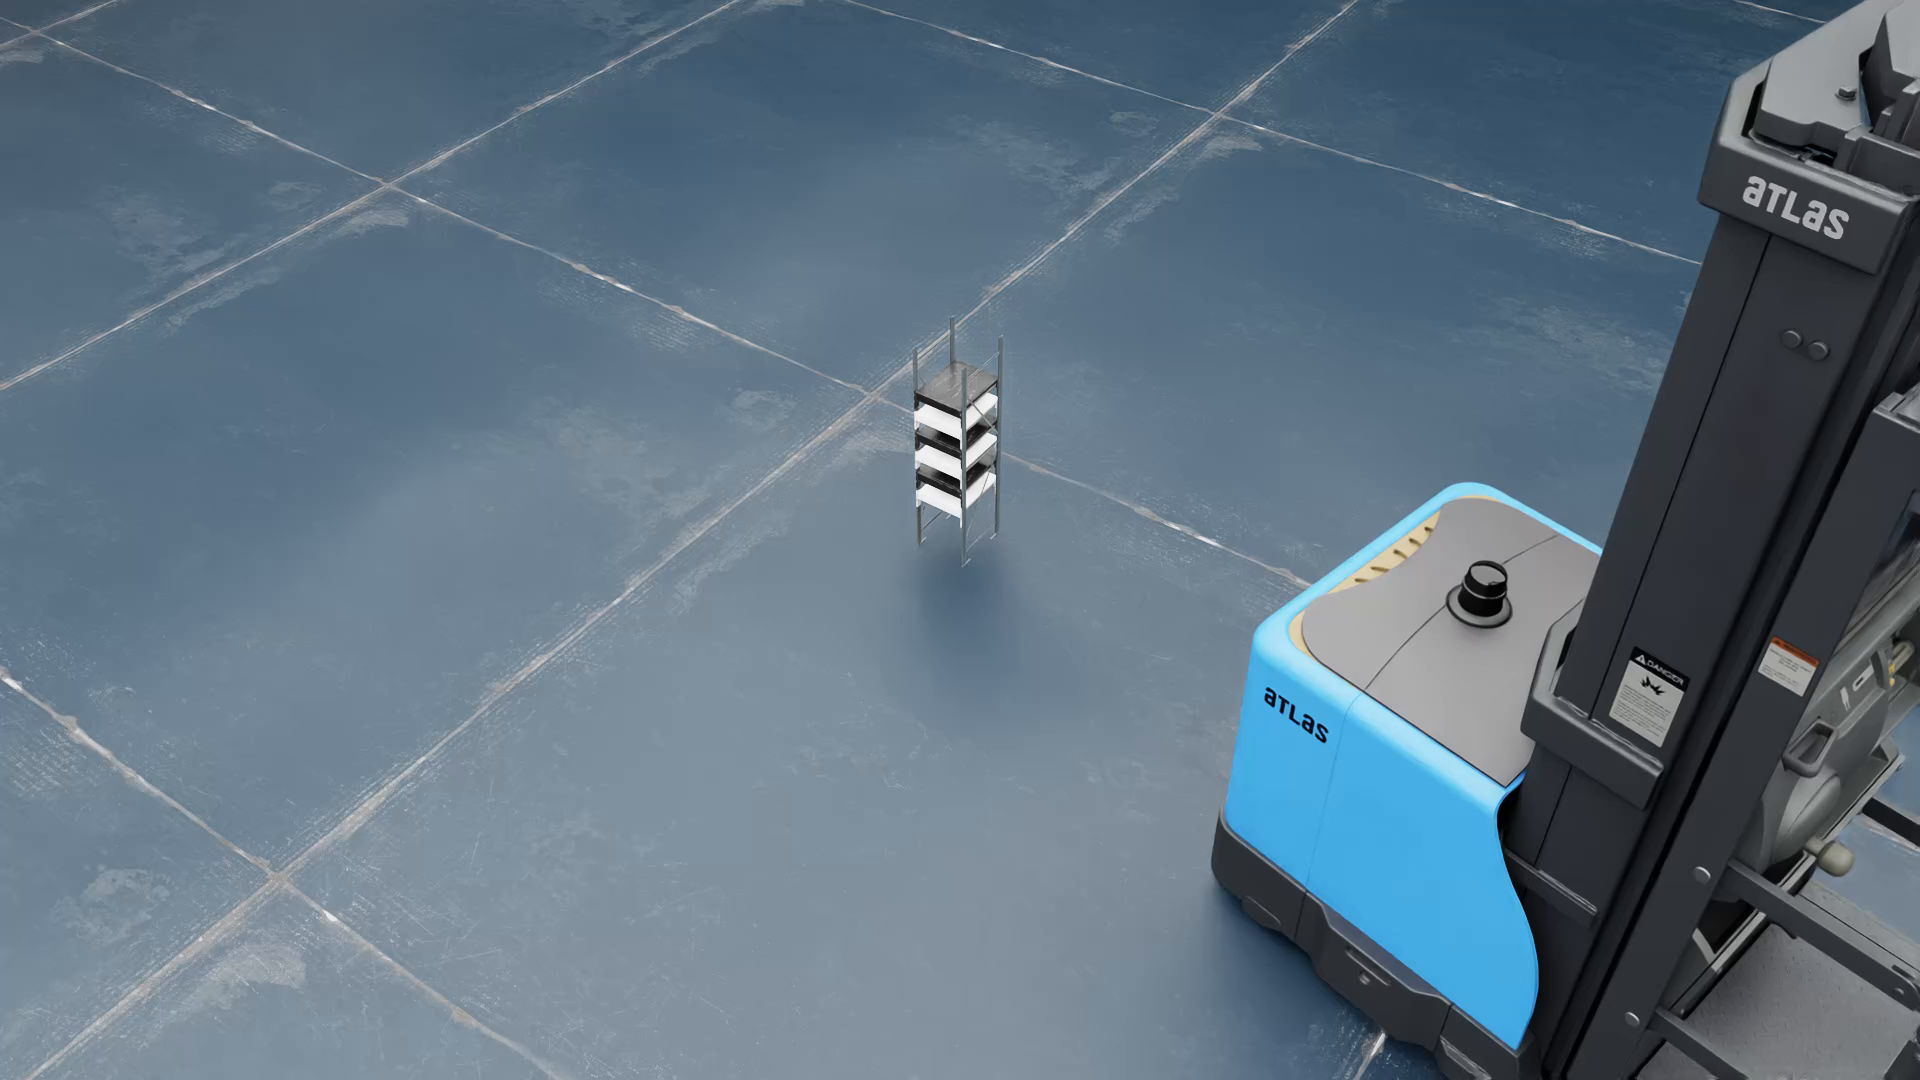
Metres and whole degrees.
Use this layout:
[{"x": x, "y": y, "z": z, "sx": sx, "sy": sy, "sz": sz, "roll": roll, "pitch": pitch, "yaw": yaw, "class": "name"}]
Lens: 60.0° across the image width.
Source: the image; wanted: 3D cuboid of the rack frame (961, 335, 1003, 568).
[{"x": 0.077, "y": -0.300, "z": 5.910, "sx": 0.006, "sy": 0.900, "sz": 0.240, "roll": 25, "pitch": 48, "yaw": 25, "class": "rack frame"}]

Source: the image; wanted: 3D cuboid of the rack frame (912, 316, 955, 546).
[{"x": -0.090, "y": -0.377, "z": 5.997, "sx": 0.006, "sy": 0.900, "sz": 0.240, "roll": 25, "pitch": 48, "yaw": 25, "class": "rack frame"}]

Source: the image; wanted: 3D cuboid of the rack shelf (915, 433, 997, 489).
[{"x": -0.007, "y": -0.314, "z": 5.976, "sx": 0.200, "sy": 0.077, "sz": 0.258, "roll": 25, "pitch": 48, "yaw": 25, "class": "rack shelf"}]

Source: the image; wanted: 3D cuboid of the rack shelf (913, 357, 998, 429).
[{"x": -0.007, "y": -0.515, "z": 5.796, "sx": 0.200, "sy": 0.077, "sz": 0.258, "roll": 25, "pitch": 48, "yaw": 25, "class": "rack shelf"}]

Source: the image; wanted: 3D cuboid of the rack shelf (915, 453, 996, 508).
[{"x": -0.007, "y": -0.247, "z": 6.036, "sx": 0.200, "sy": 0.077, "sz": 0.258, "roll": 25, "pitch": 48, "yaw": 25, "class": "rack shelf"}]

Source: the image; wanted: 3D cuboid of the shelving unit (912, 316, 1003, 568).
[{"x": -0.007, "y": -0.338, "z": 5.953, "sx": 0.210, "sy": 0.900, "sz": 0.258, "roll": 25, "pitch": 48, "yaw": 25, "class": "shelving unit"}]

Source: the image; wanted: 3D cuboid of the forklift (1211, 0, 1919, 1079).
[{"x": 2.122, "y": 0.458, "z": 3.541, "sx": 1.130, "sy": 2.935, "sz": 3.031, "roll": -31, "pitch": 50, "yaw": -30, "class": "forklift"}]

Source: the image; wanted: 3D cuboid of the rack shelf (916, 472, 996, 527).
[{"x": -0.007, "y": -0.179, "z": 6.096, "sx": 0.200, "sy": 0.077, "sz": 0.258, "roll": 25, "pitch": 48, "yaw": 25, "class": "rack shelf"}]

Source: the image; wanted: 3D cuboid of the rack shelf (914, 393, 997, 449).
[{"x": -0.007, "y": -0.448, "z": 5.856, "sx": 0.200, "sy": 0.077, "sz": 0.258, "roll": 25, "pitch": 48, "yaw": 25, "class": "rack shelf"}]

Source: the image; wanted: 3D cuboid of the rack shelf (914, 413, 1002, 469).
[{"x": -0.007, "y": -0.381, "z": 5.916, "sx": 0.200, "sy": 0.077, "sz": 0.258, "roll": 25, "pitch": 48, "yaw": 25, "class": "rack shelf"}]
